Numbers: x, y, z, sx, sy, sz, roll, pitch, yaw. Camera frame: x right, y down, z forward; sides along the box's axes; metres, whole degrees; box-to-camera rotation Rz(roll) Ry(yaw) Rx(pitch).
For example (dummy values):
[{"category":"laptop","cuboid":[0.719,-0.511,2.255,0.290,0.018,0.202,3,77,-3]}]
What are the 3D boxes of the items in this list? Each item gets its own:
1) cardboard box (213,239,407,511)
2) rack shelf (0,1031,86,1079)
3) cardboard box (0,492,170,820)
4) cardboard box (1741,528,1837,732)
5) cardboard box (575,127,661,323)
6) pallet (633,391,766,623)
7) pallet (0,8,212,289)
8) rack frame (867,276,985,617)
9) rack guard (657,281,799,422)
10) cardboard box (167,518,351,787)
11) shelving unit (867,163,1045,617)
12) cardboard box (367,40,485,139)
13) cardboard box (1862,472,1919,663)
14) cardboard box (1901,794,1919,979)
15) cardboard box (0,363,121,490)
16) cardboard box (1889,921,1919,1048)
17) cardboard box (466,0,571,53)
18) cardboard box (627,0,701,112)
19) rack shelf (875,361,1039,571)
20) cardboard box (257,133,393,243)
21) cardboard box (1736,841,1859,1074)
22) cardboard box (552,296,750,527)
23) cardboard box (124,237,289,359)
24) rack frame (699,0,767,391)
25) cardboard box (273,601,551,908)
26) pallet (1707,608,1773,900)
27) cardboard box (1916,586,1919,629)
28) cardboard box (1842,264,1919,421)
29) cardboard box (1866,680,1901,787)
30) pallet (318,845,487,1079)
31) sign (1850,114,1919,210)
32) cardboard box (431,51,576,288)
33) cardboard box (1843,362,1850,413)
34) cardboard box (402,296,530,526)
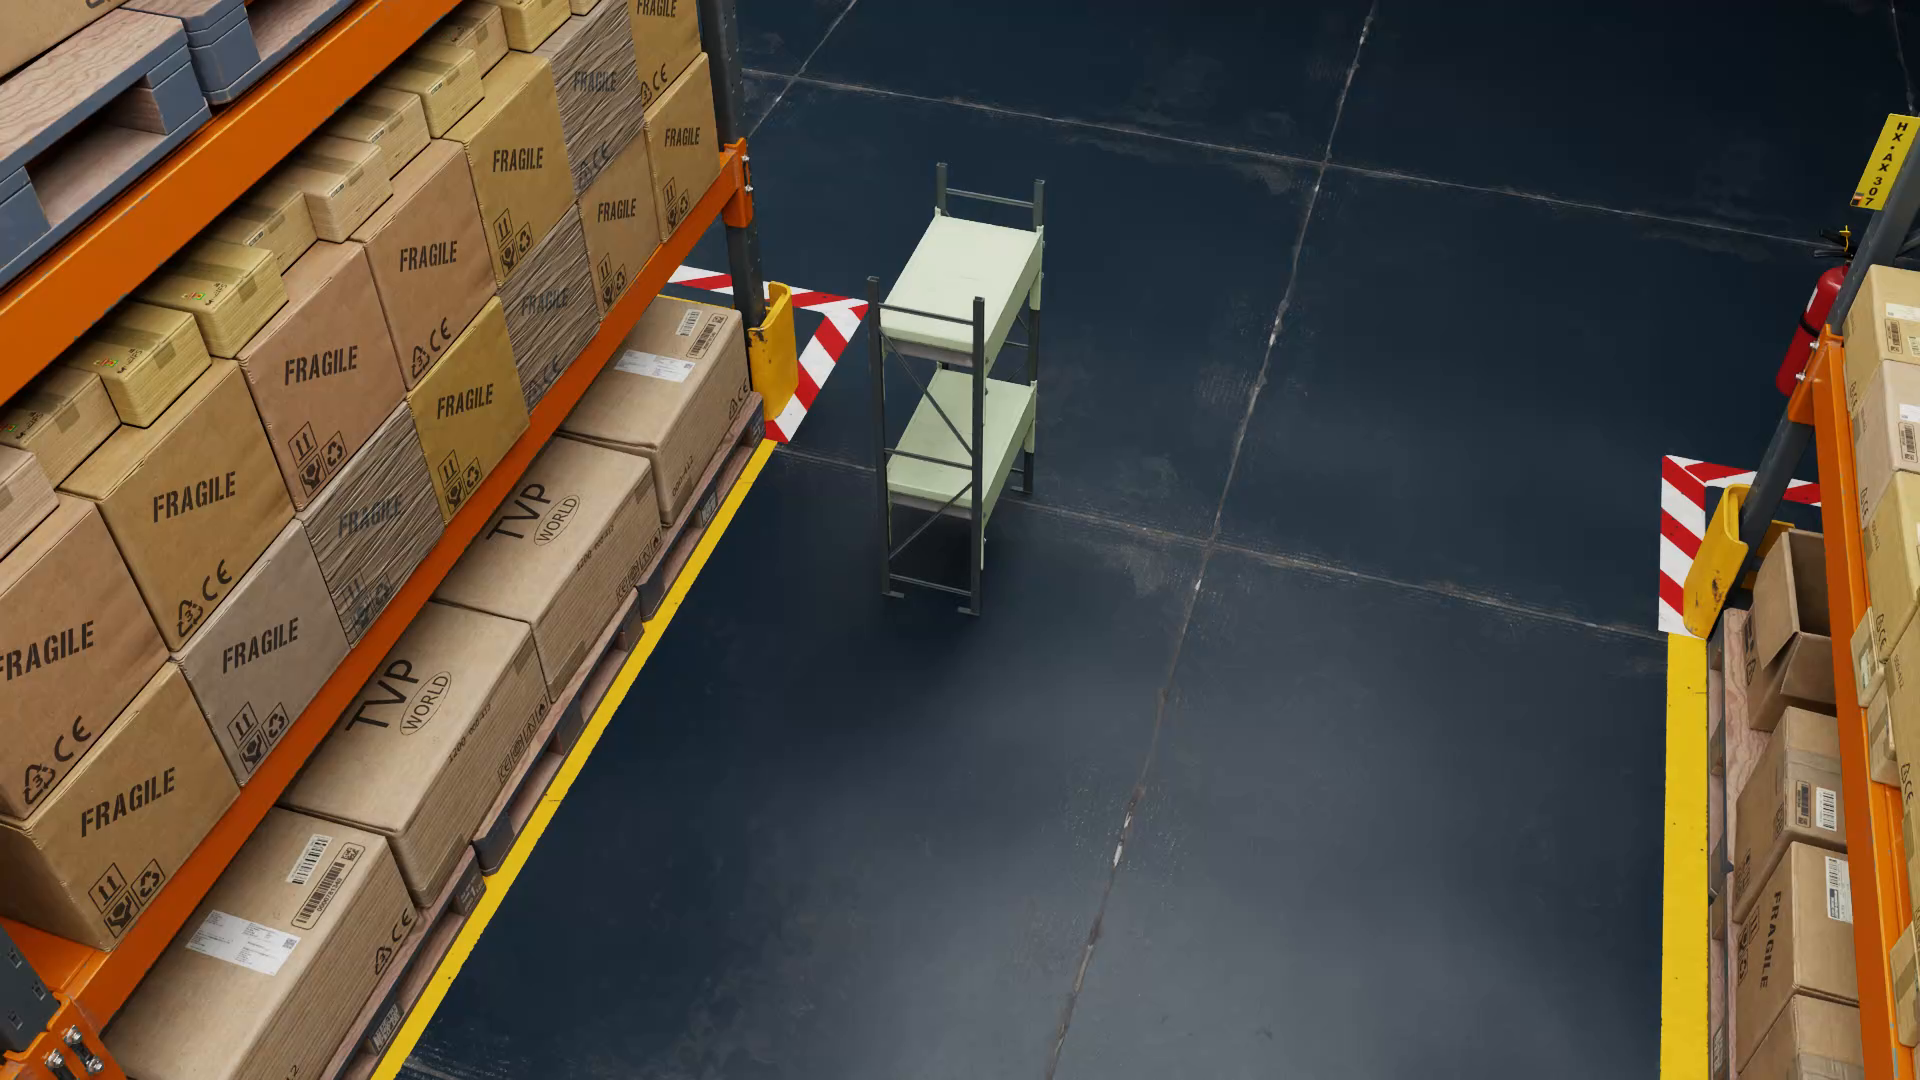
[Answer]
[{"category":"cardboard box","cuboid":[-1.835,-0.468,4.297,0.500,0.500,0.500,13,46,13]},{"category":"rack shelf","cuboid":[-3.140,2.456,2.610,1.077,0.370,4.000,13,46,13]},{"category":"cardboard box","cuboid":[-2.160,0.206,3.608,0.500,0.500,0.500,13,46,13]},{"category":"cardboard box","cuboid":[3.133,0.378,5.704,0.797,0.503,0.637,11,45,11]},{"category":"cardboard box","cuboid":[-1.384,-1.128,5.686,0.500,0.500,0.500,12,46,12]},{"category":"pallet","cuboid":[-1.491,-0.255,6.859,1.003,0.211,1.213,13,46,13]},{"category":"pallet","cuboid":[-2.277,-0.718,3.258,1.003,0.211,1.213,13,46,13]},{"category":"rack frame","cuboid":[-0.113,-0.288,5.972,0.400,1.500,0.023,13,46,12]},{"category":"rack guard","cuboid":[-1.316,-0.923,7.336,1.175,0.500,0.348,13,46,13]},{"category":"cardboard box","cuboid":[-1.987,0.238,4.291,0.500,0.500,0.500,13,46,13]},{"category":"shelving unit","cuboid":[-0.002,-0.532,6.221,0.431,1.500,0.755,13,46,12]},{"category":"cardboard box","cuboid":[-1.575,-1.282,4.665,0.380,0.149,0.250,14,46,13]},{"category":"cardboard box","cuboid":[2.711,0.115,4.382,0.500,0.250,0.500,12,46,12]},{"category":"cardboard box","cuboid":[2.420,0.804,3.679,0.500,0.250,0.500,12,46,12]},{"category":"cardboard box","cuboid":[-2.092,-0.269,3.630,0.380,0.149,0.250,12,46,12]},{"category":"cardboard box","cuboid":[2.323,1.036,3.726,0.380,0.149,0.250,12,46,12]},{"category":"cardboard box","cuboid":[-1.409,-1.621,5.011,0.380,0.149,0.250,14,46,13]},{"category":"cardboard box","cuboid":[-1.242,-1.822,5.681,0.500,0.500,0.500,14,46,14]},{"category":"rack shelf","cuboid":[-0.002,-0.299,6.449,0.431,0.370,0.720,13,46,12]},{"category":"cardboard box","cuboid":[-1.713,-0.926,4.302,0.380,0.149,0.250,13,46,13]},{"category":"cardboard box","cuboid":[2.581,1.272,4.793,0.500,0.500,0.500,13,46,13]},{"category":"cardboard box","cuboid":[-1.428,-0.574,6.724,0.875,0.438,0.875,11,45,11]},{"category":"cardboard box","cuboid":[-1.851,-0.592,3.960,0.380,0.149,0.250,11,46,11]},{"category":"rack frame","cuboid":[-1.323,-1.801,6.446,1.000,3.000,0.127,13,46,13]},{"category":"cardboard box","cuboid":[-1.972,0.638,5.485,0.875,0.438,0.875,11,45,11]},{"category":"pallet","cuboid":[3.145,0.827,5.754,1.003,0.211,1.213,13,46,13]},{"category":"cardboard box","cuboid":[2.560,0.173,3.787,0.500,0.500,0.500,14,46,14]},{"category":"cardboard box","cuboid":[3.014,-0.559,5.071,0.500,0.250,0.500,13,46,13]},{"category":"cardboard box","cuboid":[2.549,0.527,4.247,0.380,0.149,0.250,14,46,13]},{"category":"pallet","cuboid":[-2.230,1.372,5.197,1.003,0.211,1.213,13,46,13]},{"category":"sign","cuboid":[2.891,-1.176,5.188,0.100,0.325,0.005,13,46,13]},{"category":"cardboard box","cuboid":[-1.526,-1.139,4.982,0.500,0.500,0.500,12,46,12]},{"category":"cardboard box","cuboid":[3.047,-0.501,5.297,0.380,0.149,0.250,12,46,12]},{"category":"cardboard box","cuboid":[-1.674,-0.436,4.979,0.500,0.500,0.500,14,46,14]}]
